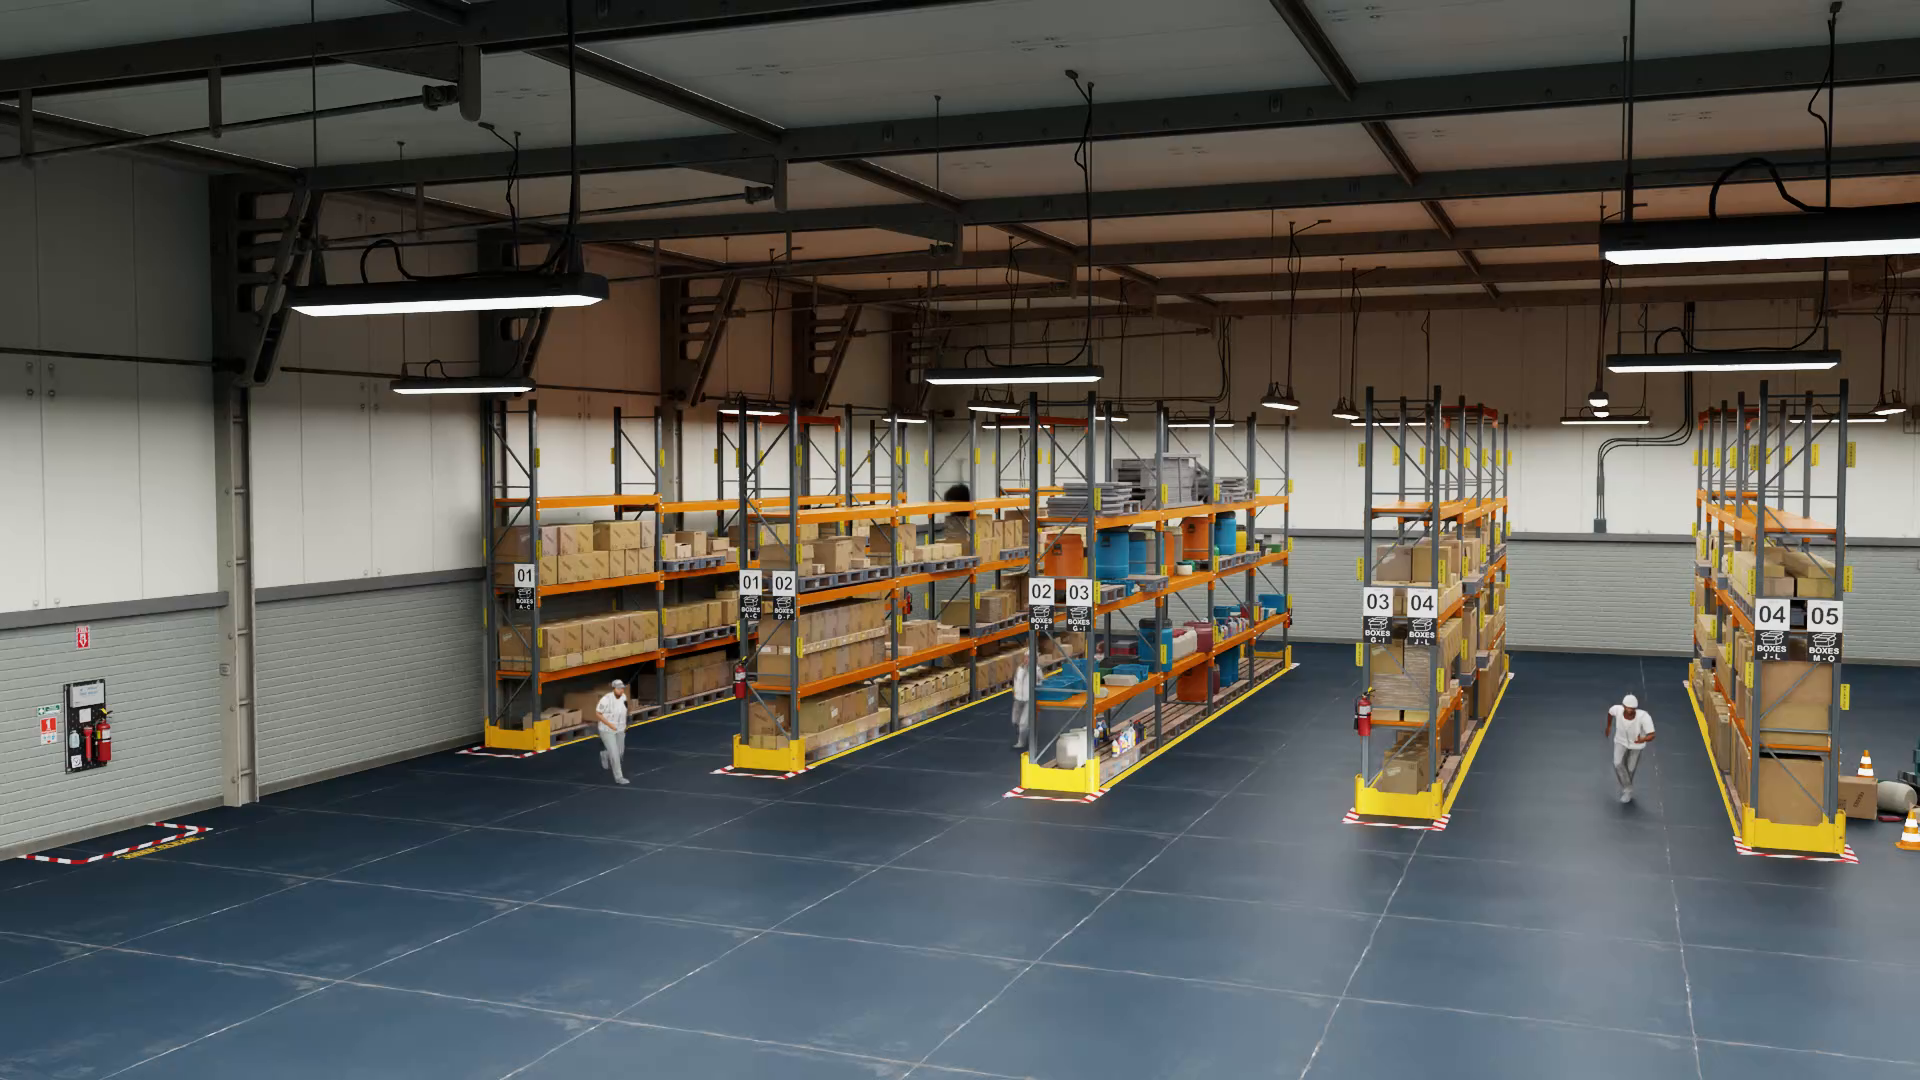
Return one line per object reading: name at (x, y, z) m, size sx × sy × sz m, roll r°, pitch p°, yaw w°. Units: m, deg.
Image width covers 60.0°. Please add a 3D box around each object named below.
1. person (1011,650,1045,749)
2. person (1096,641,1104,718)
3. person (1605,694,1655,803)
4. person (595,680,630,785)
person at (1.210, 2.734, 28.707) m, size 0.668 × 1.724 × 0.580 m, roll 2°, pitch 3°, yaw 29°
person at (2.729, 2.691, 31.909) m, size 0.500 × 1.509 × 0.617 m, roll -2°, pitch 4°, yaw -37°
person at (9.755, 2.990, 24.224) m, size 0.709 × 1.581 × 1.103 m, roll 1°, pitch 3°, yaw 26°
person at (-5.400, 2.939, 25.650) m, size 0.591 × 1.621 × 0.798 m, roll -2°, pitch 4°, yaw -40°
